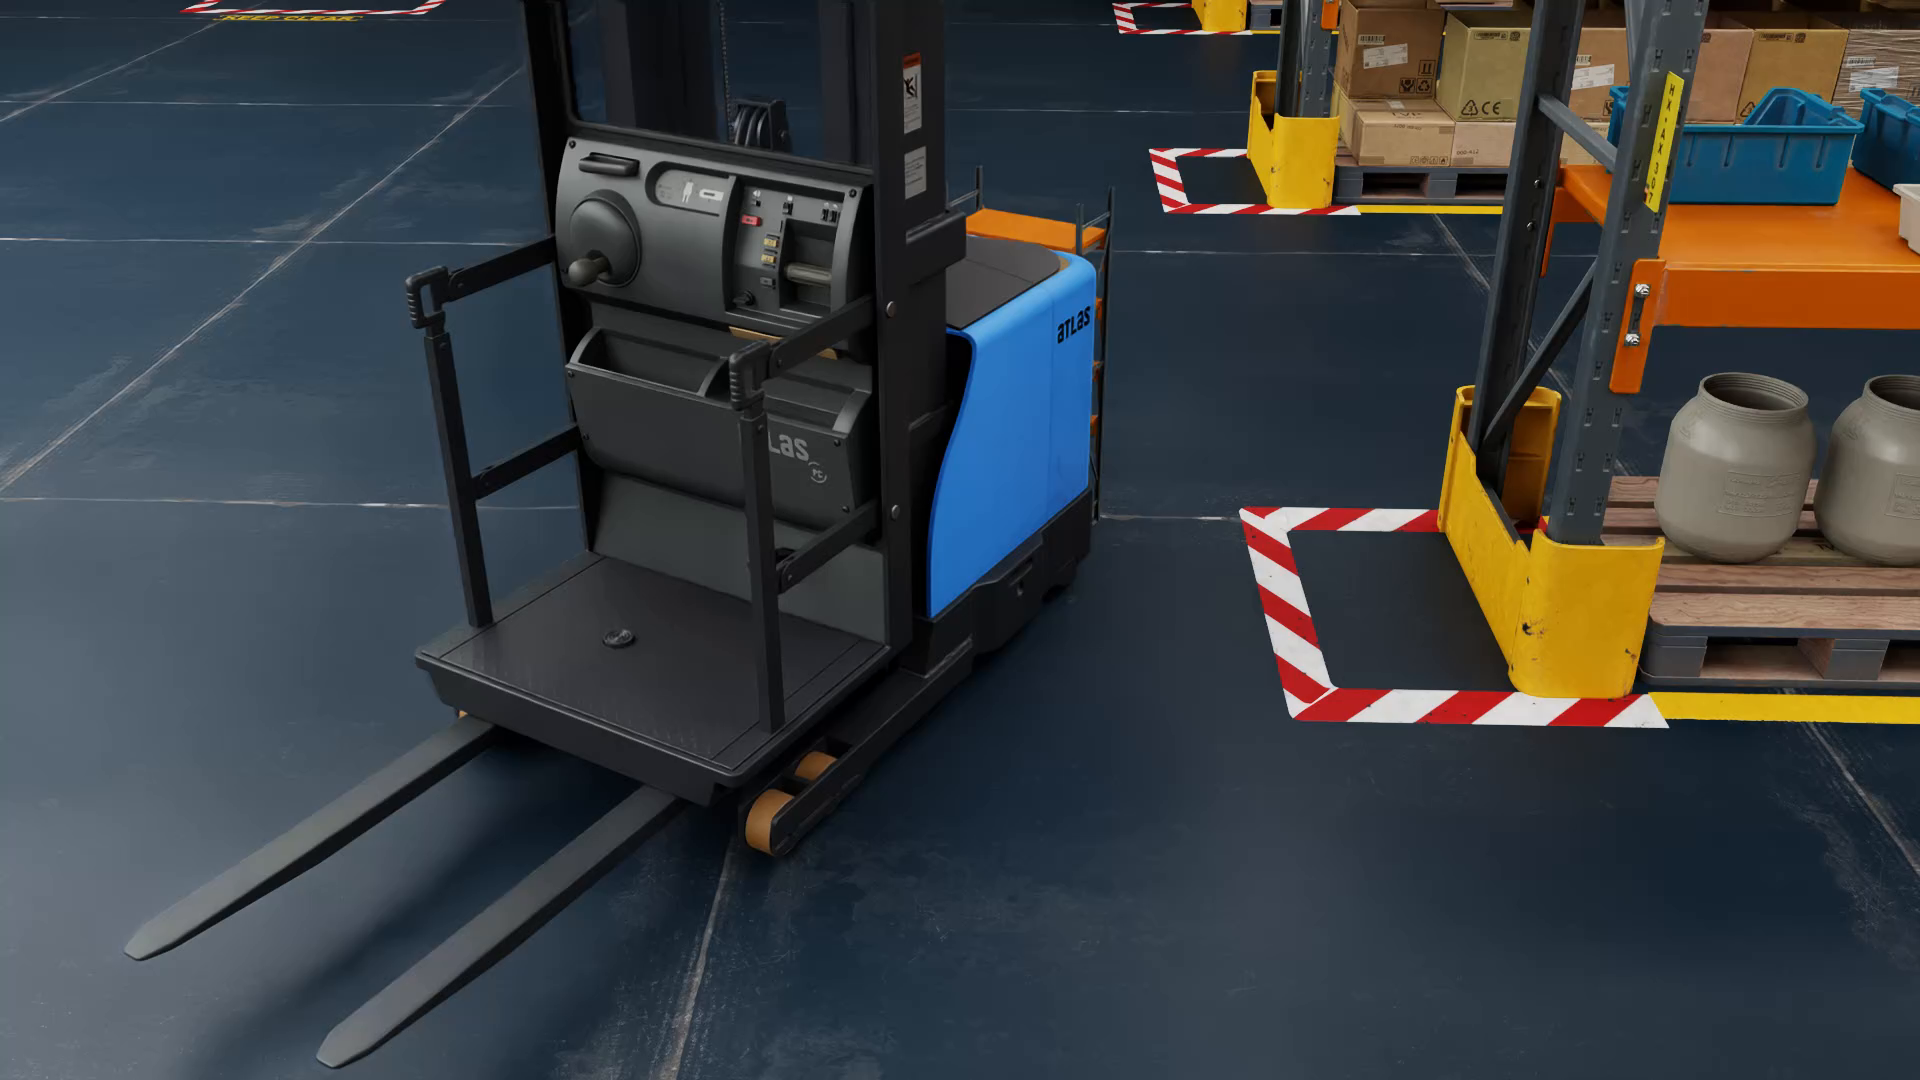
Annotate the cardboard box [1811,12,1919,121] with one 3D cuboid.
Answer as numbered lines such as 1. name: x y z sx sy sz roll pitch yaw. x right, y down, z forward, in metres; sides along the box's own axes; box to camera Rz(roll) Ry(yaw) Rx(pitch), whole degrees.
1. cardboard box: 4.962 -2.588 9.116 0.500 0.500 0.500 1 28 2

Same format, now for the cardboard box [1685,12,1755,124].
1. cardboard box: 3.962 -2.596 9.131 0.500 0.500 0.500 1 28 2

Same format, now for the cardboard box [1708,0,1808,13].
1. cardboard box: 4.481 -2.839 9.590 0.500 0.500 0.500 1 28 2

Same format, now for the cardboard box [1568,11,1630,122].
1. cardboard box: 3.463 -2.612 9.162 0.500 0.500 0.500 1 28 2

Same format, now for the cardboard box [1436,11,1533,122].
1. cardboard box: 2.963 -2.614 9.166 0.500 0.500 0.500 1 28 2

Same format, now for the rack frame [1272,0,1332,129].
1. rack frame: 1.935 -3.433 9.023 0.127 3.000 1.000 1 28 2

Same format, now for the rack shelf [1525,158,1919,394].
1. rack shelf: 3.755 -0.763 4.756 4.000 0.370 1.077 1 28 2

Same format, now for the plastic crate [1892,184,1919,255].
1. plastic crate: 2.639 -0.832 4.399 0.250 0.136 0.298 1 28 2

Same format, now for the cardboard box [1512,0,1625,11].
1. cardboard box: 3.481 -2.856 9.621 0.500 0.500 0.500 1 28 2

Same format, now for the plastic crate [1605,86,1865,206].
1. plastic crate: 2.267 -1.180 4.933 0.616 0.251 0.499 1 28 2

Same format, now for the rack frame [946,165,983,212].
1. rack frame: 0.008 -0.669 5.730 0.015 1.200 0.240 16 32 27

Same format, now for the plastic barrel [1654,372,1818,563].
1. plastic barrel: 2.417 -0.226 5.181 0.421 0.512 0.421 0 28 0

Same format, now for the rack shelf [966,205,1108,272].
1. rack shelf: 0.218 -0.958 5.436 0.480 0.148 0.258 16 32 27

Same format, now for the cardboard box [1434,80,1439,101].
1. cardboard box: 2.981 -2.530 9.808 0.500 0.250 0.500 1 28 2

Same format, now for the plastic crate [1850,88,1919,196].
1. plastic crate: 2.916 -1.167 4.908 0.408 0.251 0.499 1 28 2

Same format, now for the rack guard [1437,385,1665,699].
1. rack guard: 1.834 -0.031 5.274 0.348 0.500 1.175 1 28 2

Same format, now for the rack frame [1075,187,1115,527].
1. rack frame: 0.427 -0.552 5.509 0.015 1.200 0.240 16 32 27

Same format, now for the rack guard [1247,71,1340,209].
1. rack guard: 1.911 -2.329 9.609 0.348 0.500 1.175 1 28 2

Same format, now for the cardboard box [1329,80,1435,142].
1. cardboard box: 2.481 -2.533 9.813 0.500 0.250 0.500 1 28 2

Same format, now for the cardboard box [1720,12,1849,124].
1. cardboard box: 4.462 -2.594 9.128 0.500 0.500 0.500 1 28 2

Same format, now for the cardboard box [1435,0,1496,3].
1. cardboard box: 4.095 -4.743 13.694 0.500 0.500 0.700 -1 28 -1

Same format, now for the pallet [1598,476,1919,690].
1. pallet: 2.646 0.113 5.312 1.213 0.211 1.003 1 28 2

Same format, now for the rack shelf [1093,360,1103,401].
1. rack shelf: 0.218 -0.551 5.651 0.480 0.148 0.258 16 32 27

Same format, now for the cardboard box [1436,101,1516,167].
1. cardboard box: 2.963 -2.284 9.343 0.500 0.250 0.500 1 28 2

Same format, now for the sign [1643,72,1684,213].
1. sign: 1.733 -0.979 4.099 0.005 0.325 0.100 1 28 2

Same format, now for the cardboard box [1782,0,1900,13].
1. cardboard box: 4.980 -2.827 9.568 0.500 0.500 0.500 1 28 2

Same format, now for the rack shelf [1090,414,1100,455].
1. rack shelf: 0.218 -0.375 5.744 0.480 0.148 0.258 16 32 27

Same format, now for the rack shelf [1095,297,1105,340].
1. rack shelf: 0.218 -0.748 5.546 0.480 0.148 0.258 16 32 27

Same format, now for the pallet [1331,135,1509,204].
1. pallet: 2.701 -2.208 9.689 1.213 0.211 1.003 1 28 2

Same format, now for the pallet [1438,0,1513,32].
1. pallet: 4.209 -4.467 13.951 1.213 0.211 1.003 1 28 2

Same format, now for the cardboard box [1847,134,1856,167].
1. cardboard box: 4.962 -2.256 9.290 0.500 0.250 0.500 1 28 2

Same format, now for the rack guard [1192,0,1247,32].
1. rack guard: 2.182 -4.646 13.980 0.348 0.500 1.175 1 28 2

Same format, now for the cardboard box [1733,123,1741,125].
1. cardboard box: 4.462 -2.257 9.292 0.500 0.250 0.500 1 28 2

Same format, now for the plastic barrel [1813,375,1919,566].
1. plastic barrel: 2.918 -0.217 5.165 0.421 0.512 0.421 0 28 0

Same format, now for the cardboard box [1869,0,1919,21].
1. cardboard box: 5.480 -2.823 9.559 0.500 0.500 0.500 1 28 2

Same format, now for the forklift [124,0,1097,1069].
1. forklift: -0.752 -0.739 4.014 1.130 2.935 3.031 16 32 27

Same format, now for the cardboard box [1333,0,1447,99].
1. cardboard box: 2.481 -2.865 9.639 0.500 0.500 0.500 1 28 2

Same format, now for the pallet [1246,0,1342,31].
1. pallet: 2.993 -4.488 13.991 1.213 0.211 1.003 1 28 2

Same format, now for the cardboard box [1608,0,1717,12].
1. cardboard box: 3.981 -2.847 9.604 0.500 0.500 0.500 1 28 2

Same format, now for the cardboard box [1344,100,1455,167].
1. cardboard box: 2.463 -2.290 9.356 0.500 0.250 0.500 1 28 2

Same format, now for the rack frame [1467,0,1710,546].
1. rack frame: 1.756 -1.114 4.649 0.127 3.000 1.000 1 28 2

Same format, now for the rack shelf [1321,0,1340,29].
1. rack shelf: 3.934 -3.082 9.129 4.000 0.370 1.077 1 28 2

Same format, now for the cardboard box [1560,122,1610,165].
1. cardboard box: 3.463 -2.275 9.327 0.500 0.250 0.500 1 28 2

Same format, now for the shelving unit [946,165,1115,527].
1. shelving unit: 0.218 -0.610 5.620 0.503 1.200 0.258 16 32 27
